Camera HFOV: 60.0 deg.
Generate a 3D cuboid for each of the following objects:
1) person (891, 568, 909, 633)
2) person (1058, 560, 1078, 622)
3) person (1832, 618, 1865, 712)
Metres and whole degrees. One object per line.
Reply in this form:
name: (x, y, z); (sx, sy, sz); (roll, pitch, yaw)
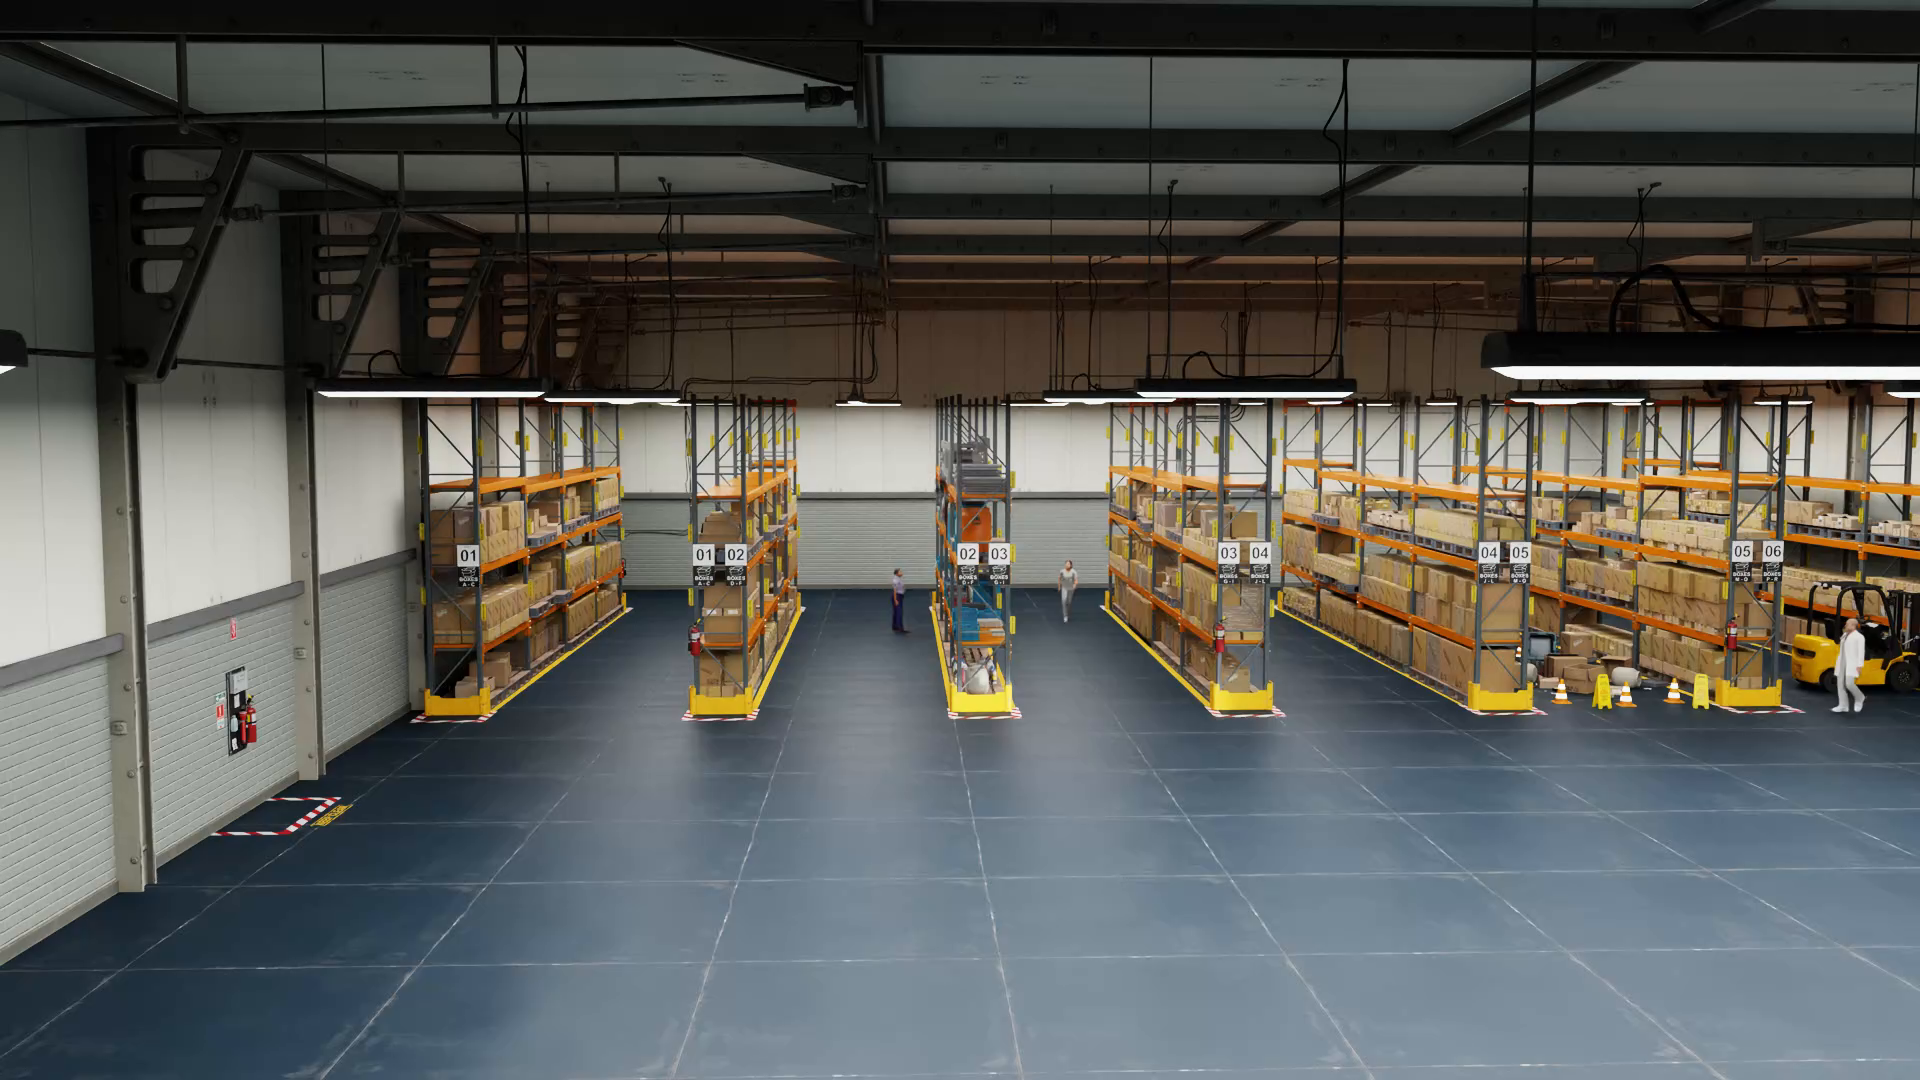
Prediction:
person: (-1.524, 1.544, 42.723); (0.508, 1.667, 0.503); (1, 5, 11)
person: (2.943, 1.362, 45.185); (0.504, 1.649, 0.982); (0, 4, -2)
person: (16.761, 2.357, 31.290); (0.588, 1.772, 0.581); (-2, 5, -28)
